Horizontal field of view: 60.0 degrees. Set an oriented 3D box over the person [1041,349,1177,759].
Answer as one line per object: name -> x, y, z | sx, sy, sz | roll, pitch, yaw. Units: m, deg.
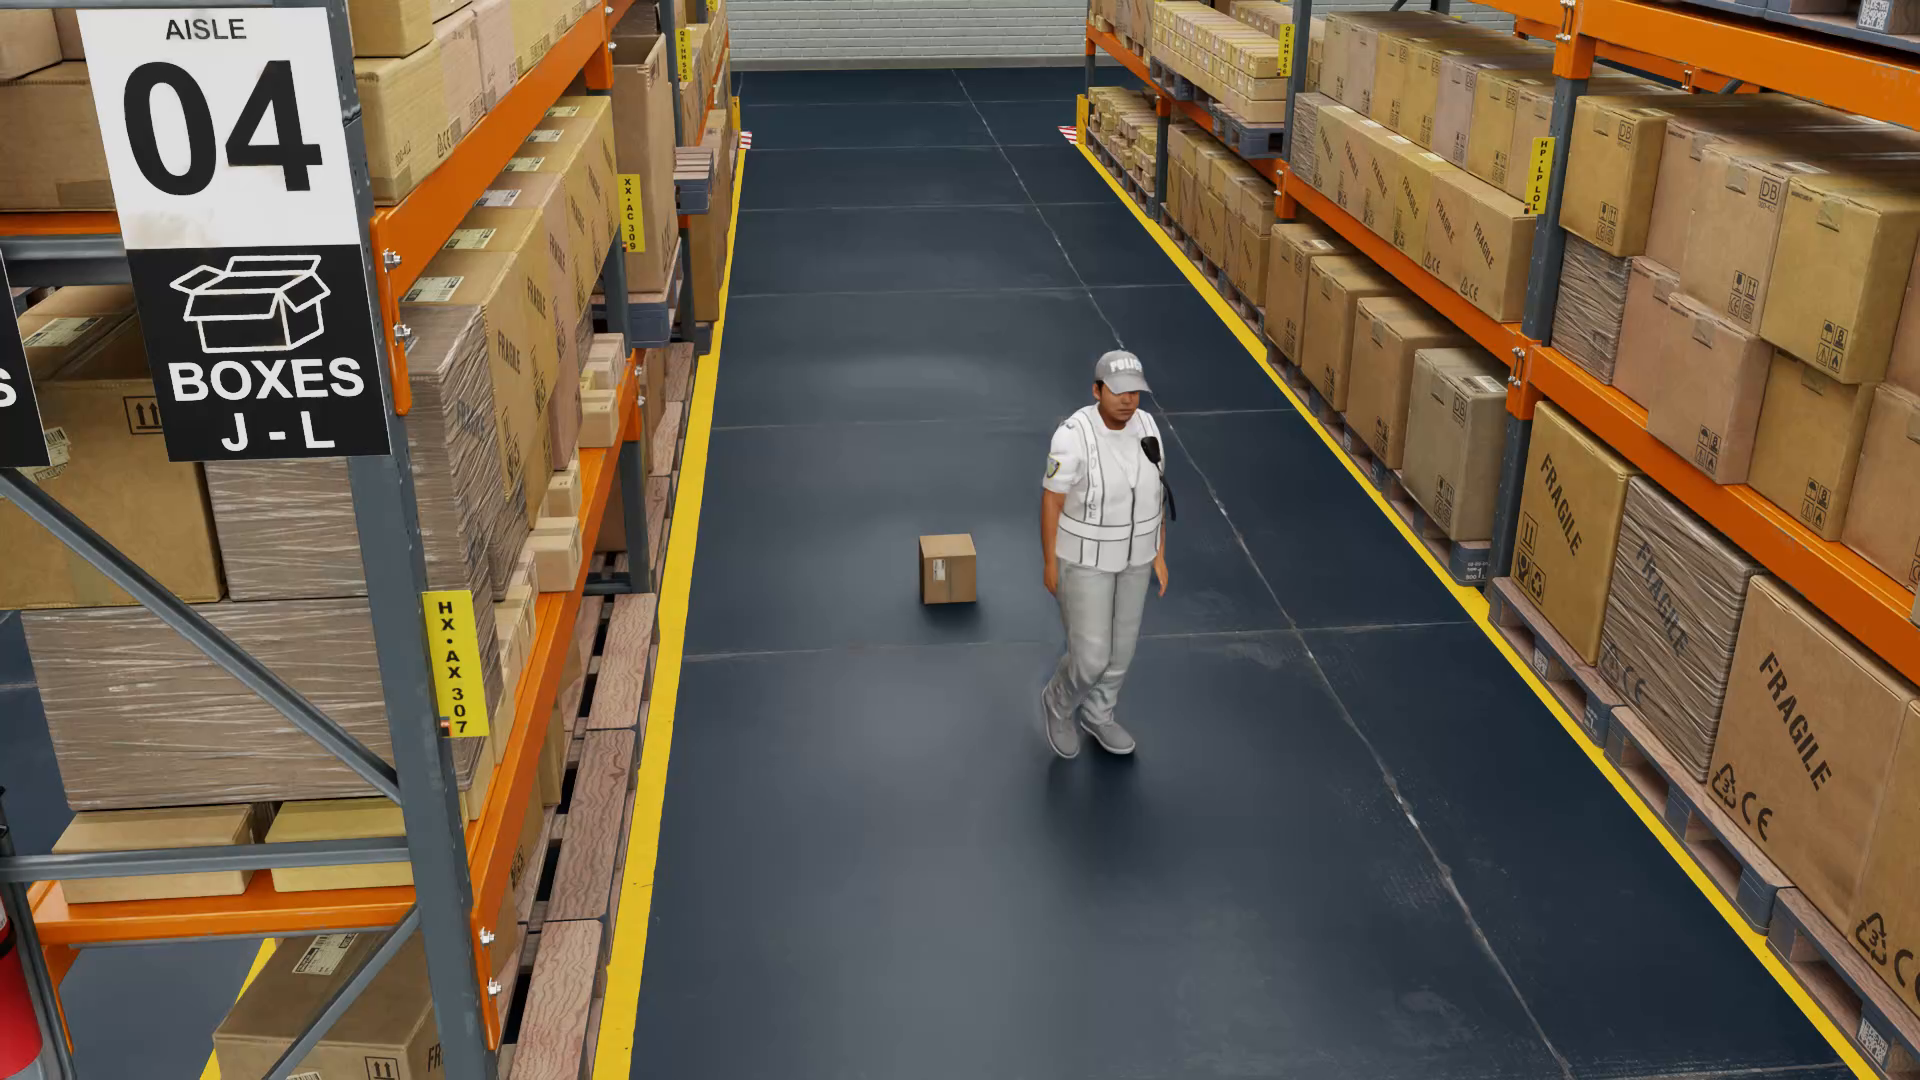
person -> 0.569, 0.090, 6.362 | 0.486, 1.680, 0.431 | -12, 27, -26
